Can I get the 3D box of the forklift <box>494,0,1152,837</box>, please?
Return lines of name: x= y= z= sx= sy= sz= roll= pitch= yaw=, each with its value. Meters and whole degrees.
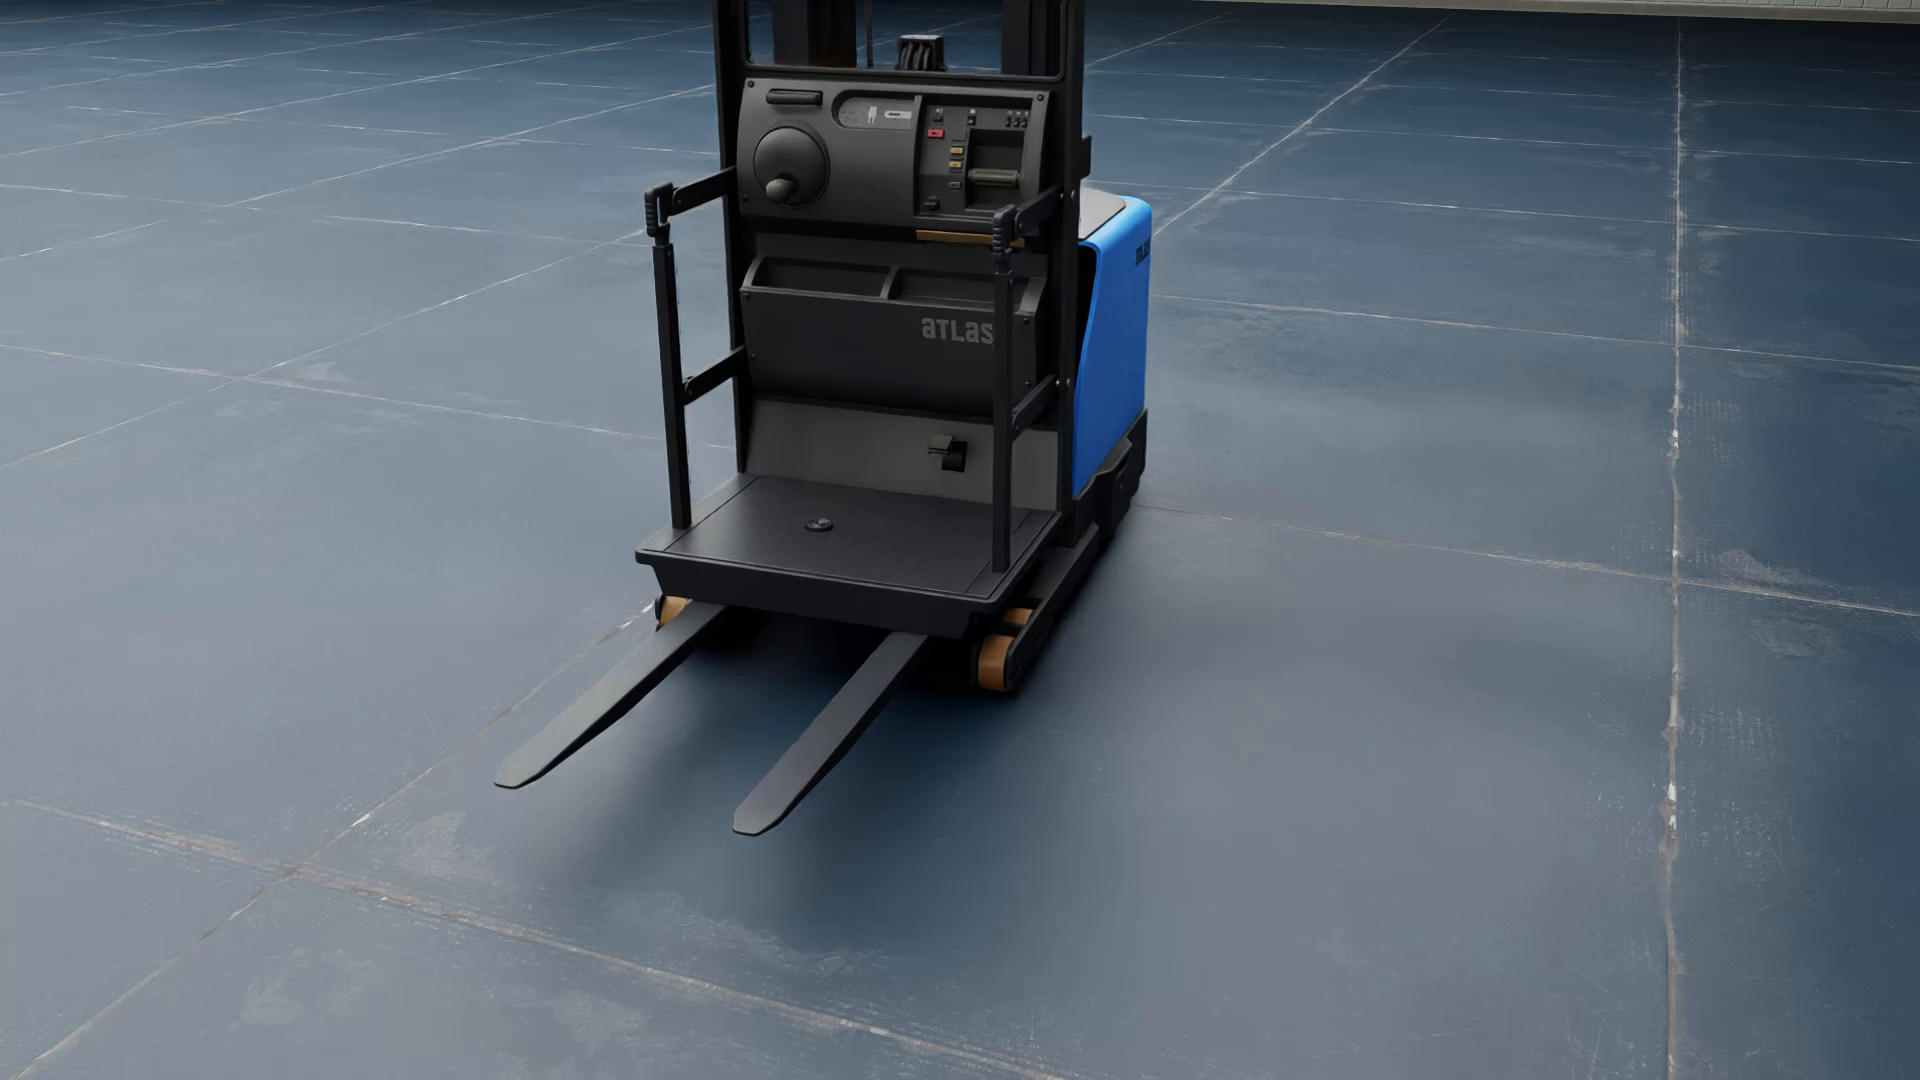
forklift: x=-0.268 y=-1.096 z=4.572 sx=1.130 sy=2.935 sz=3.031 roll=8 pitch=24 yaw=17
